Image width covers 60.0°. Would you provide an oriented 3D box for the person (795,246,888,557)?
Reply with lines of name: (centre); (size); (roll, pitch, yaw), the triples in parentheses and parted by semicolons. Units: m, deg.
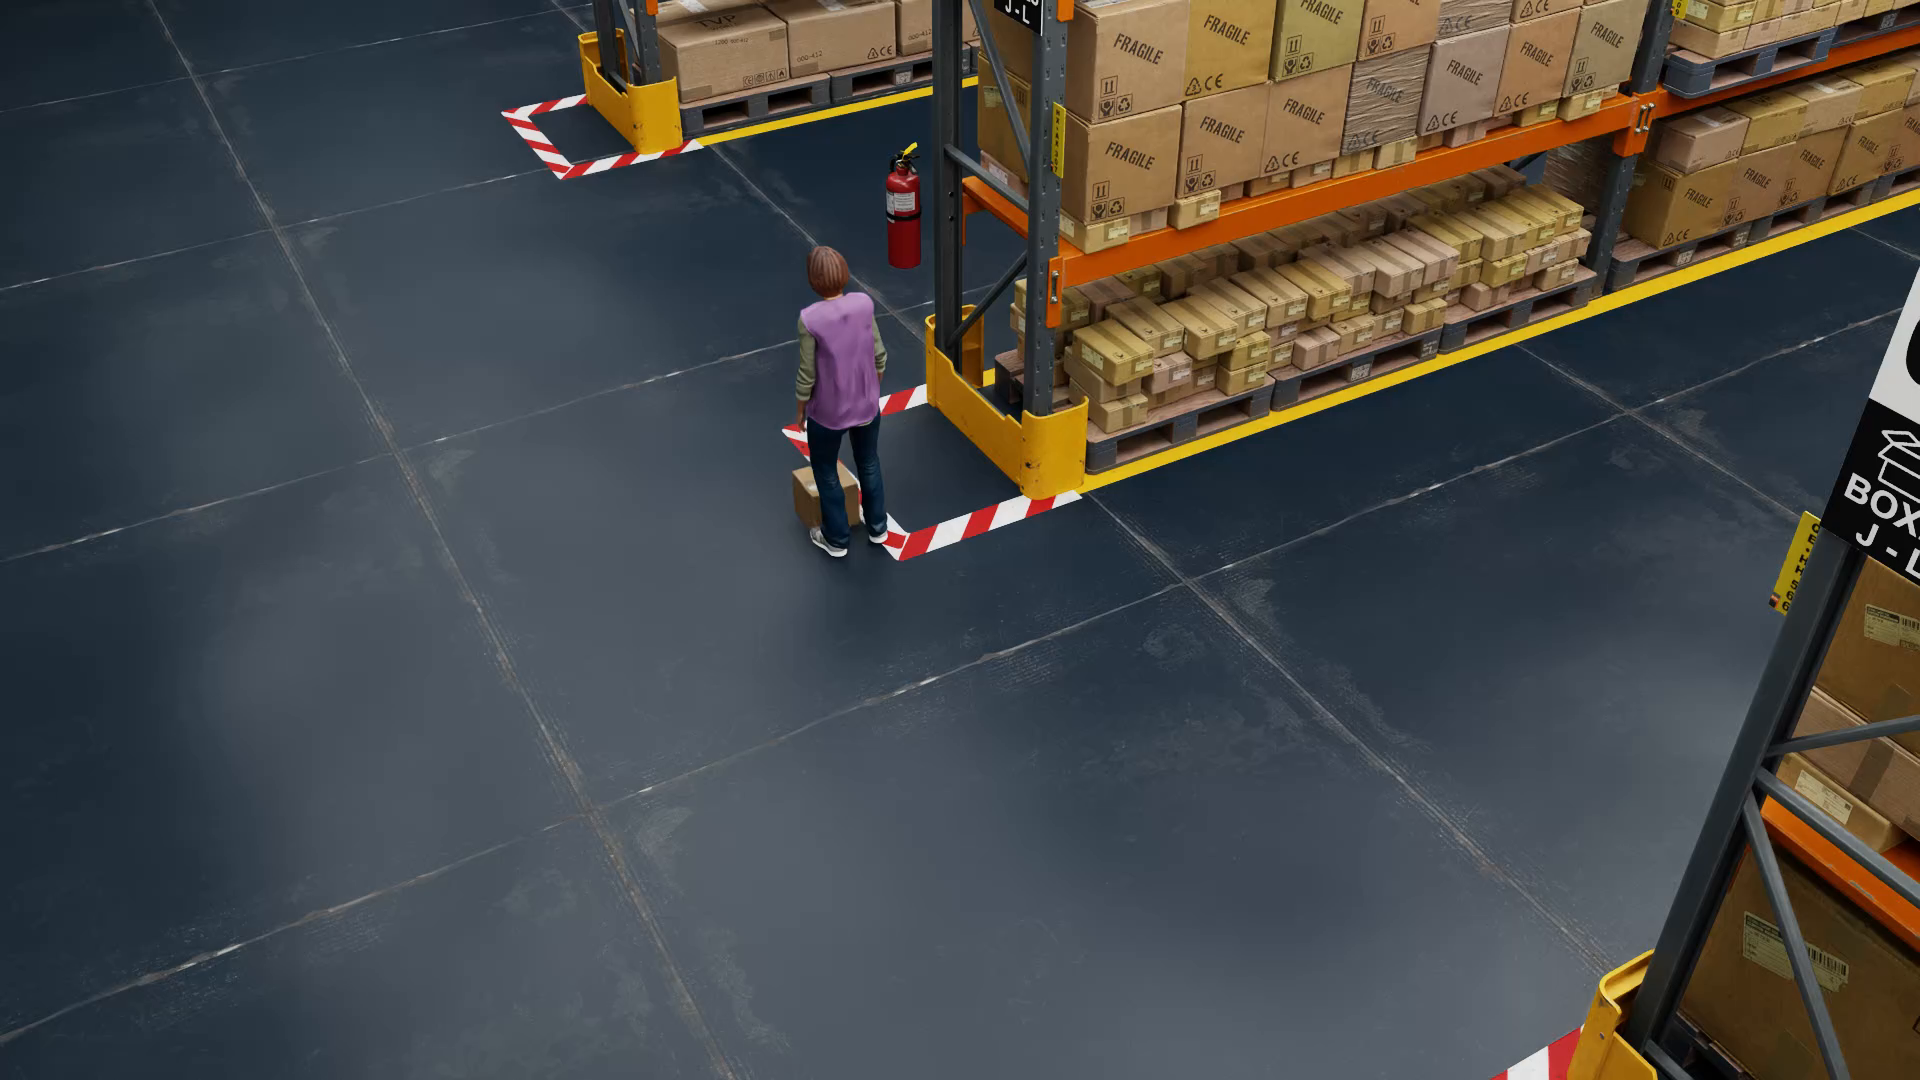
person: (-0.550, -0.618, 7.745); (0.462, 1.592, 0.339); (-18, 41, -22)
